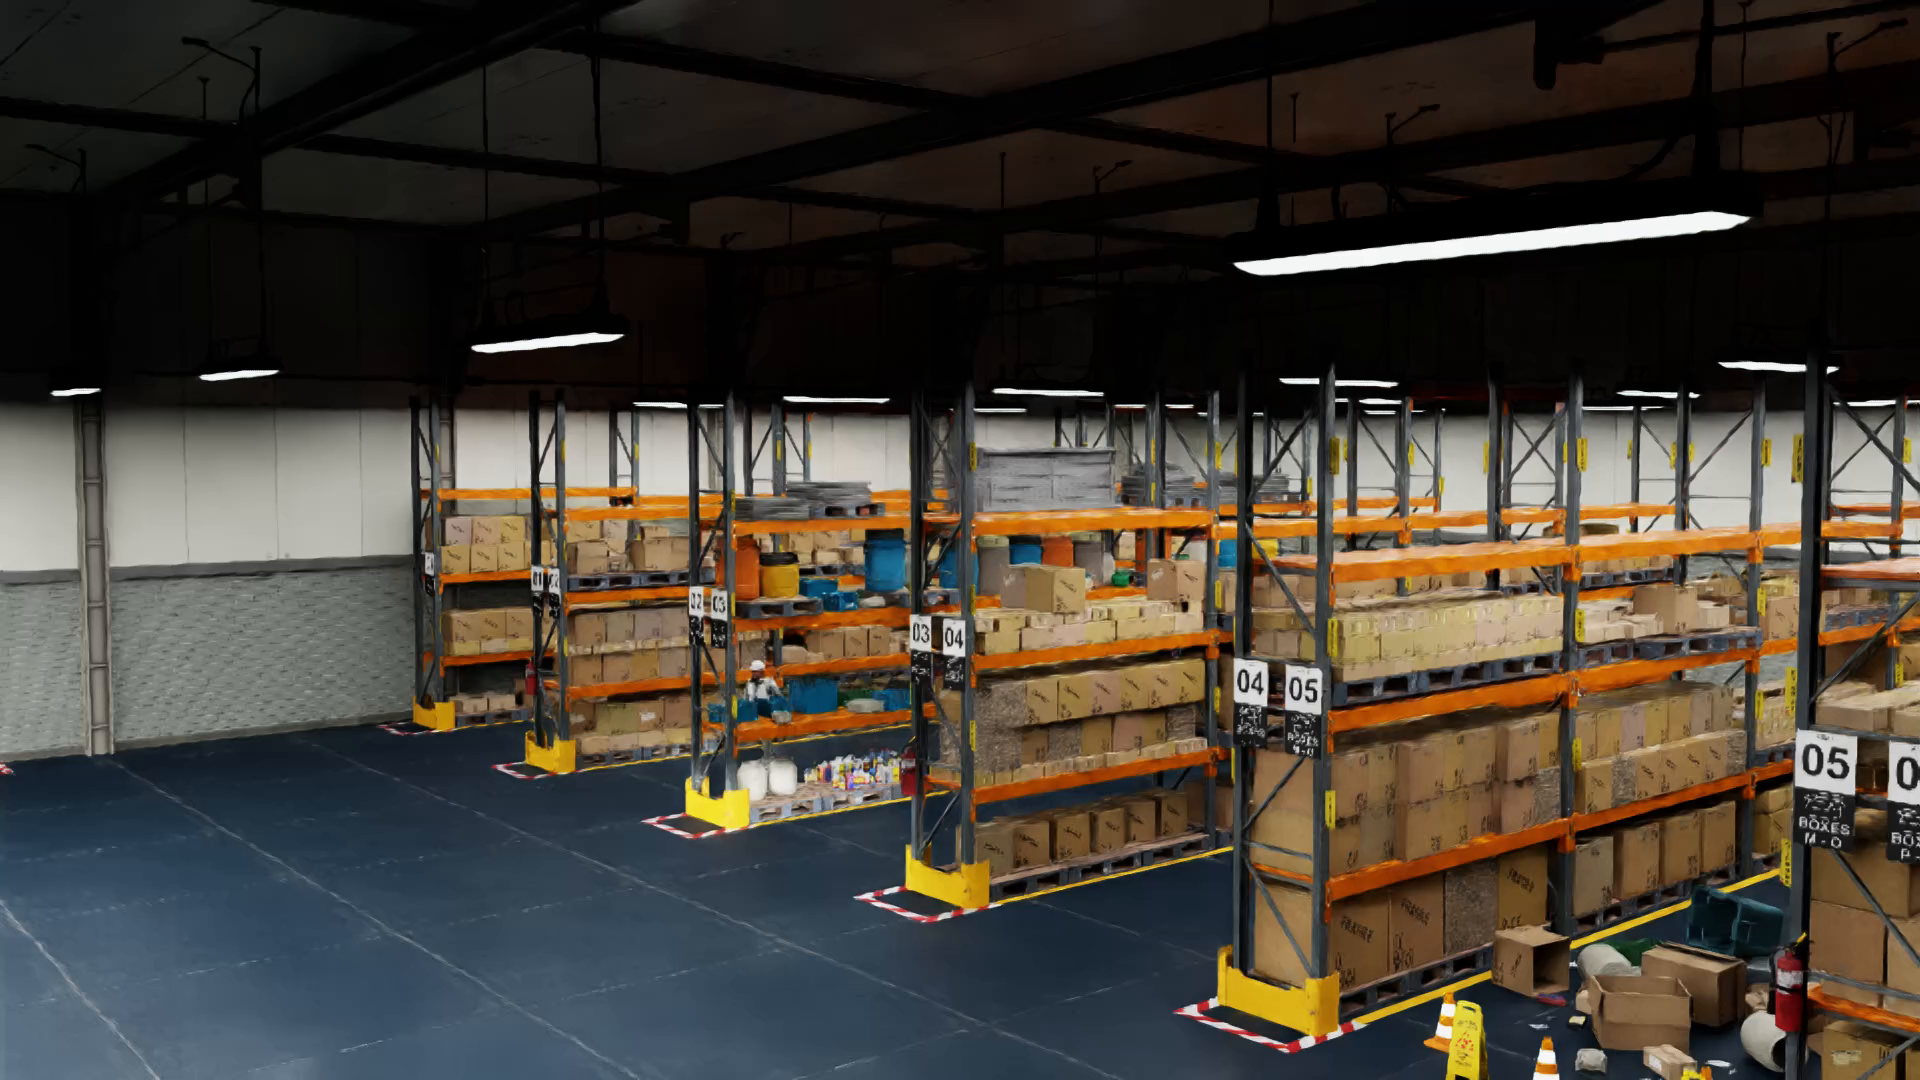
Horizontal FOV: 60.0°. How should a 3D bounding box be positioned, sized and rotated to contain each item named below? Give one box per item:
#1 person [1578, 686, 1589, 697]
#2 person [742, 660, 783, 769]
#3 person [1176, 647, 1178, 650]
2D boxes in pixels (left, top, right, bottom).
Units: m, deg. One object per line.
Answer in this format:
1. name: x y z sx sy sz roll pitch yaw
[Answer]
1. person: 8.954 2.842 23.939 0.522 1.790 0.644 2 4 29
2. person: -3.116 2.742 26.437 0.687 1.710 0.832 2 4 32
3. person: 4.301 2.468 31.917 0.423 1.599 0.499 2 4 25
